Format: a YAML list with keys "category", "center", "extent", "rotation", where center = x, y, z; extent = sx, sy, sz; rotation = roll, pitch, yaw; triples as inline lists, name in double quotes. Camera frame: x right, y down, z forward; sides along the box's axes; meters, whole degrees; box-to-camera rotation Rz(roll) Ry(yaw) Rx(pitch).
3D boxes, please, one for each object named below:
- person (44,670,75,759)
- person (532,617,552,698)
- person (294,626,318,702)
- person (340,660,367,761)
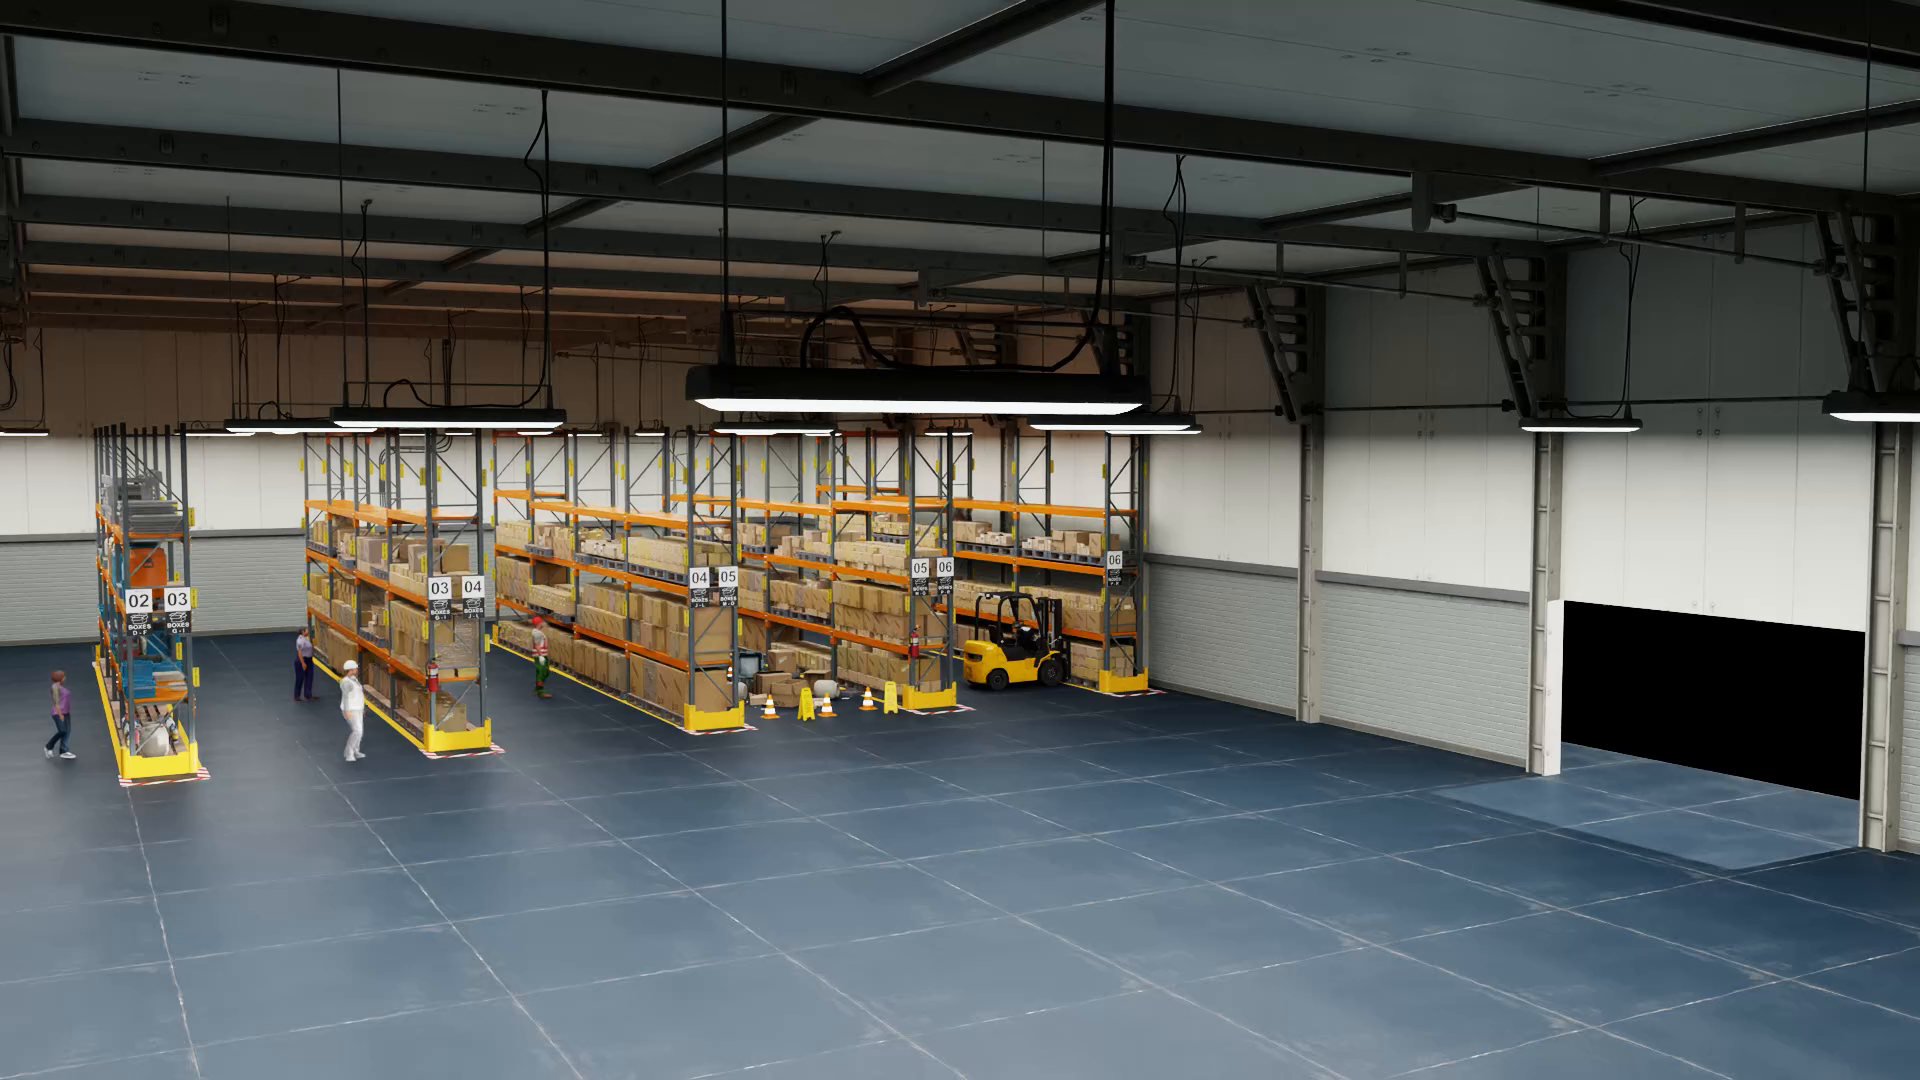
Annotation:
- category: "person"
  center: [-16.164, 3.123, 29.868]
  extent: [0.492, 1.591, 0.461]
  rotation: [0, 3, 2]
- category: "person"
  center: [-9.314, 2.597, 36.991]
  extent: [0.508, 1.794, 0.595]
  rotation: [0, 3, 2]
- category: "person"
  center: [-14.392, 2.709, 36.461]
  extent: [0.425, 1.624, 0.518]
  rotation: [1, 4, 12]
- category: "person"
  center: [-10.883, 3.067, 29.865]
  extent: [0.412, 1.825, 0.581]
  rotation: [0, 3, 3]
